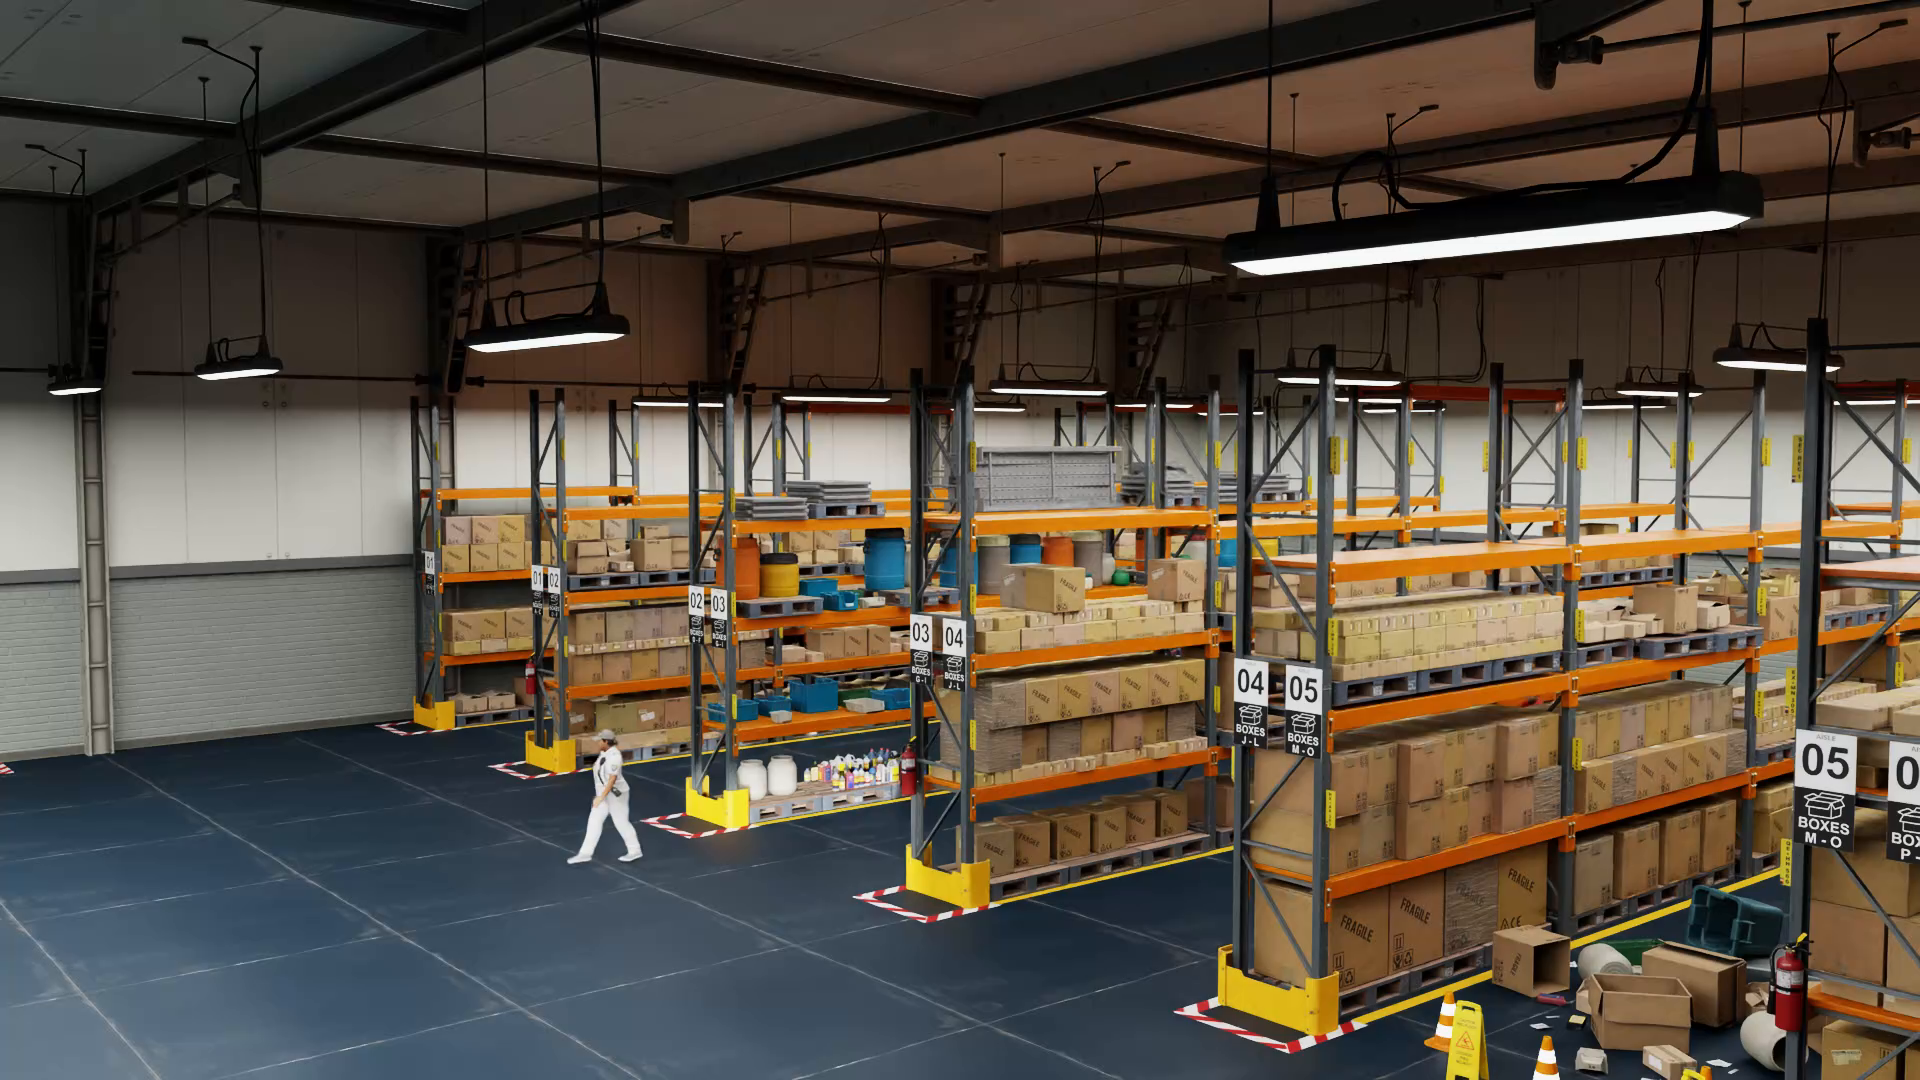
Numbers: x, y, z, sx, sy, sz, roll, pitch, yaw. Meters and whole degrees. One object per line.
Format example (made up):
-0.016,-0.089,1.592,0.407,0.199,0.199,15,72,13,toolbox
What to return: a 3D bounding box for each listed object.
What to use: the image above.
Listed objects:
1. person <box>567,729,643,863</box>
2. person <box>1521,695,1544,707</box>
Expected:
-4.346,3.132,20.328,0.908,1.627,0.501,-2,4,-33,person
8.085,2.919,23.530,0.695,1.739,0.586,-2,4,-30,person
